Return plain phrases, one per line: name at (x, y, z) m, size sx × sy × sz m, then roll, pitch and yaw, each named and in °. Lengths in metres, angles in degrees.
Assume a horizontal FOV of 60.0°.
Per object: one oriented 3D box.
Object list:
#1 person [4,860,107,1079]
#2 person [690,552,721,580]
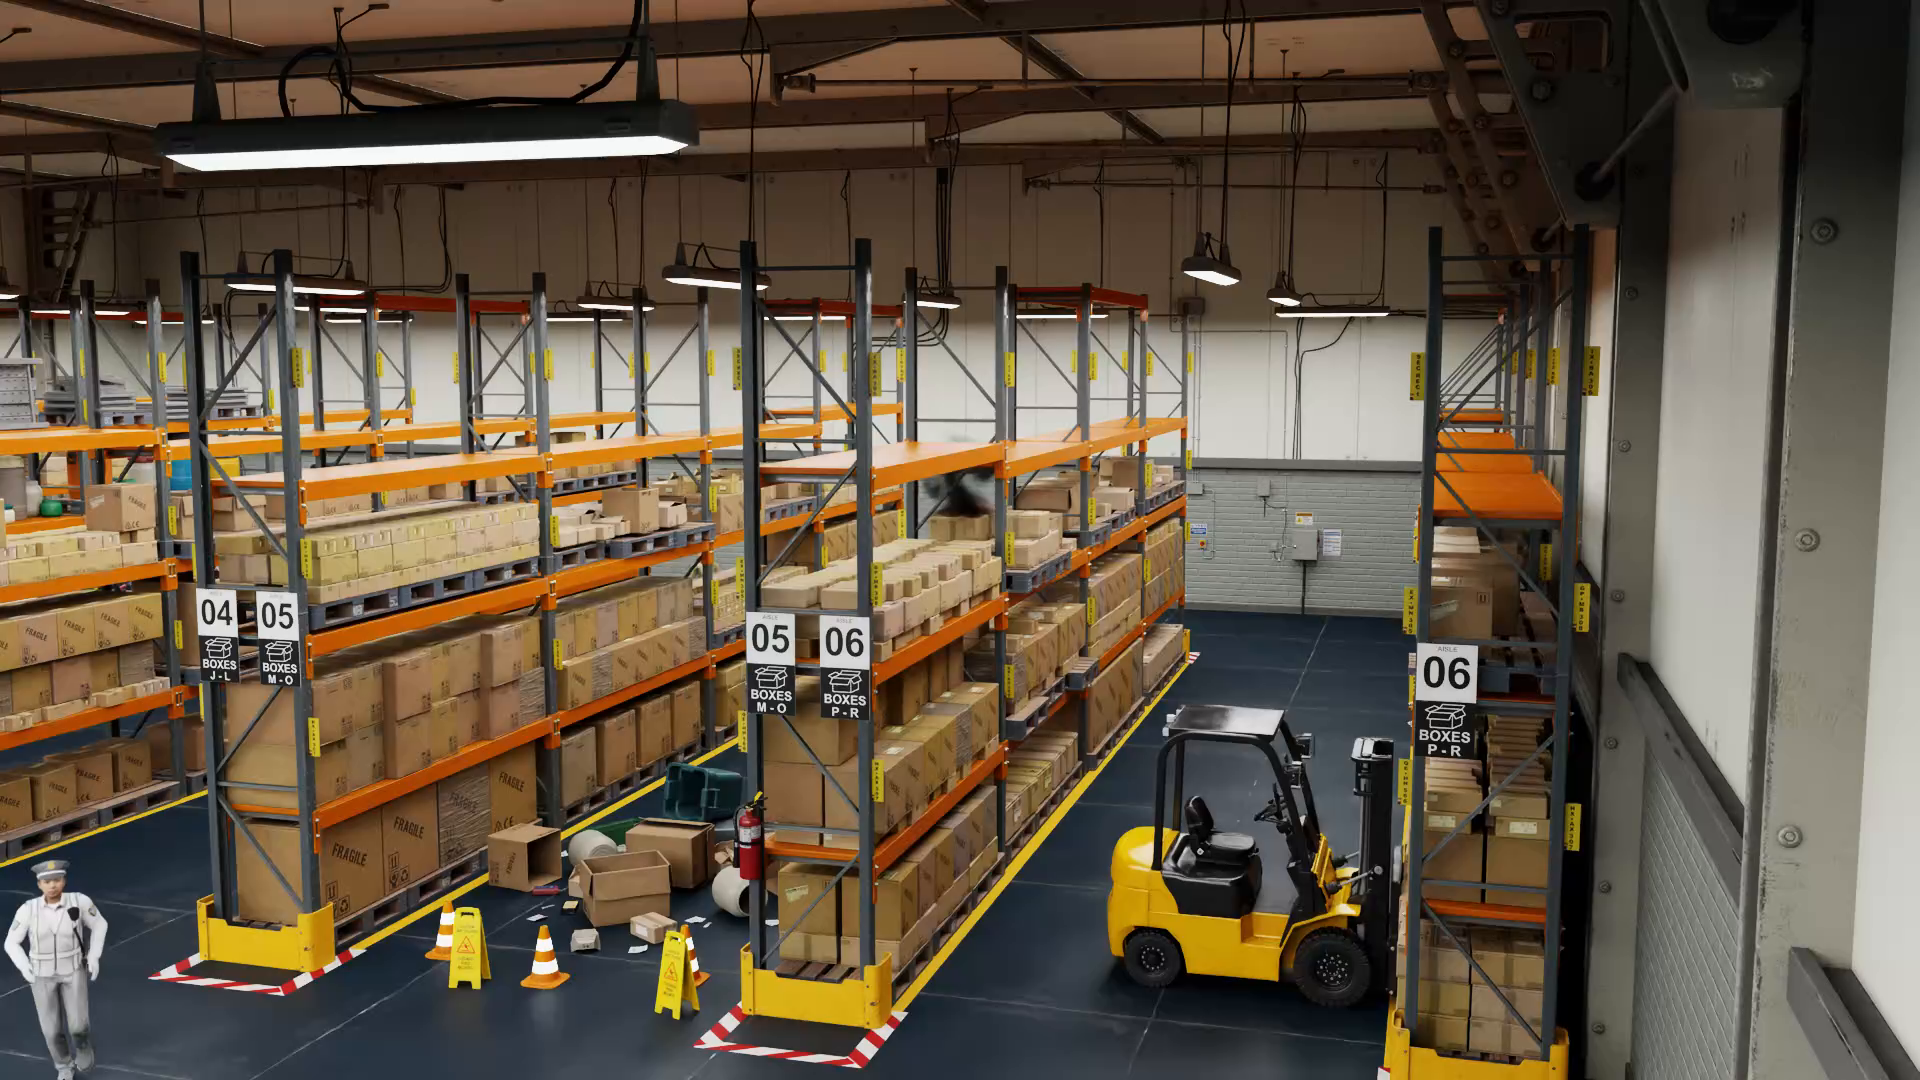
person at (-6.327, 3.045, 11.657) m, size 0.638 × 1.655 × 0.518 m, roll -3°, pitch 7°, yaw -25°
person at (-4.625, 0.925, 30.693) m, size 0.652 × 1.599 × 0.514 m, roll -3°, pitch 7°, yaw -27°
